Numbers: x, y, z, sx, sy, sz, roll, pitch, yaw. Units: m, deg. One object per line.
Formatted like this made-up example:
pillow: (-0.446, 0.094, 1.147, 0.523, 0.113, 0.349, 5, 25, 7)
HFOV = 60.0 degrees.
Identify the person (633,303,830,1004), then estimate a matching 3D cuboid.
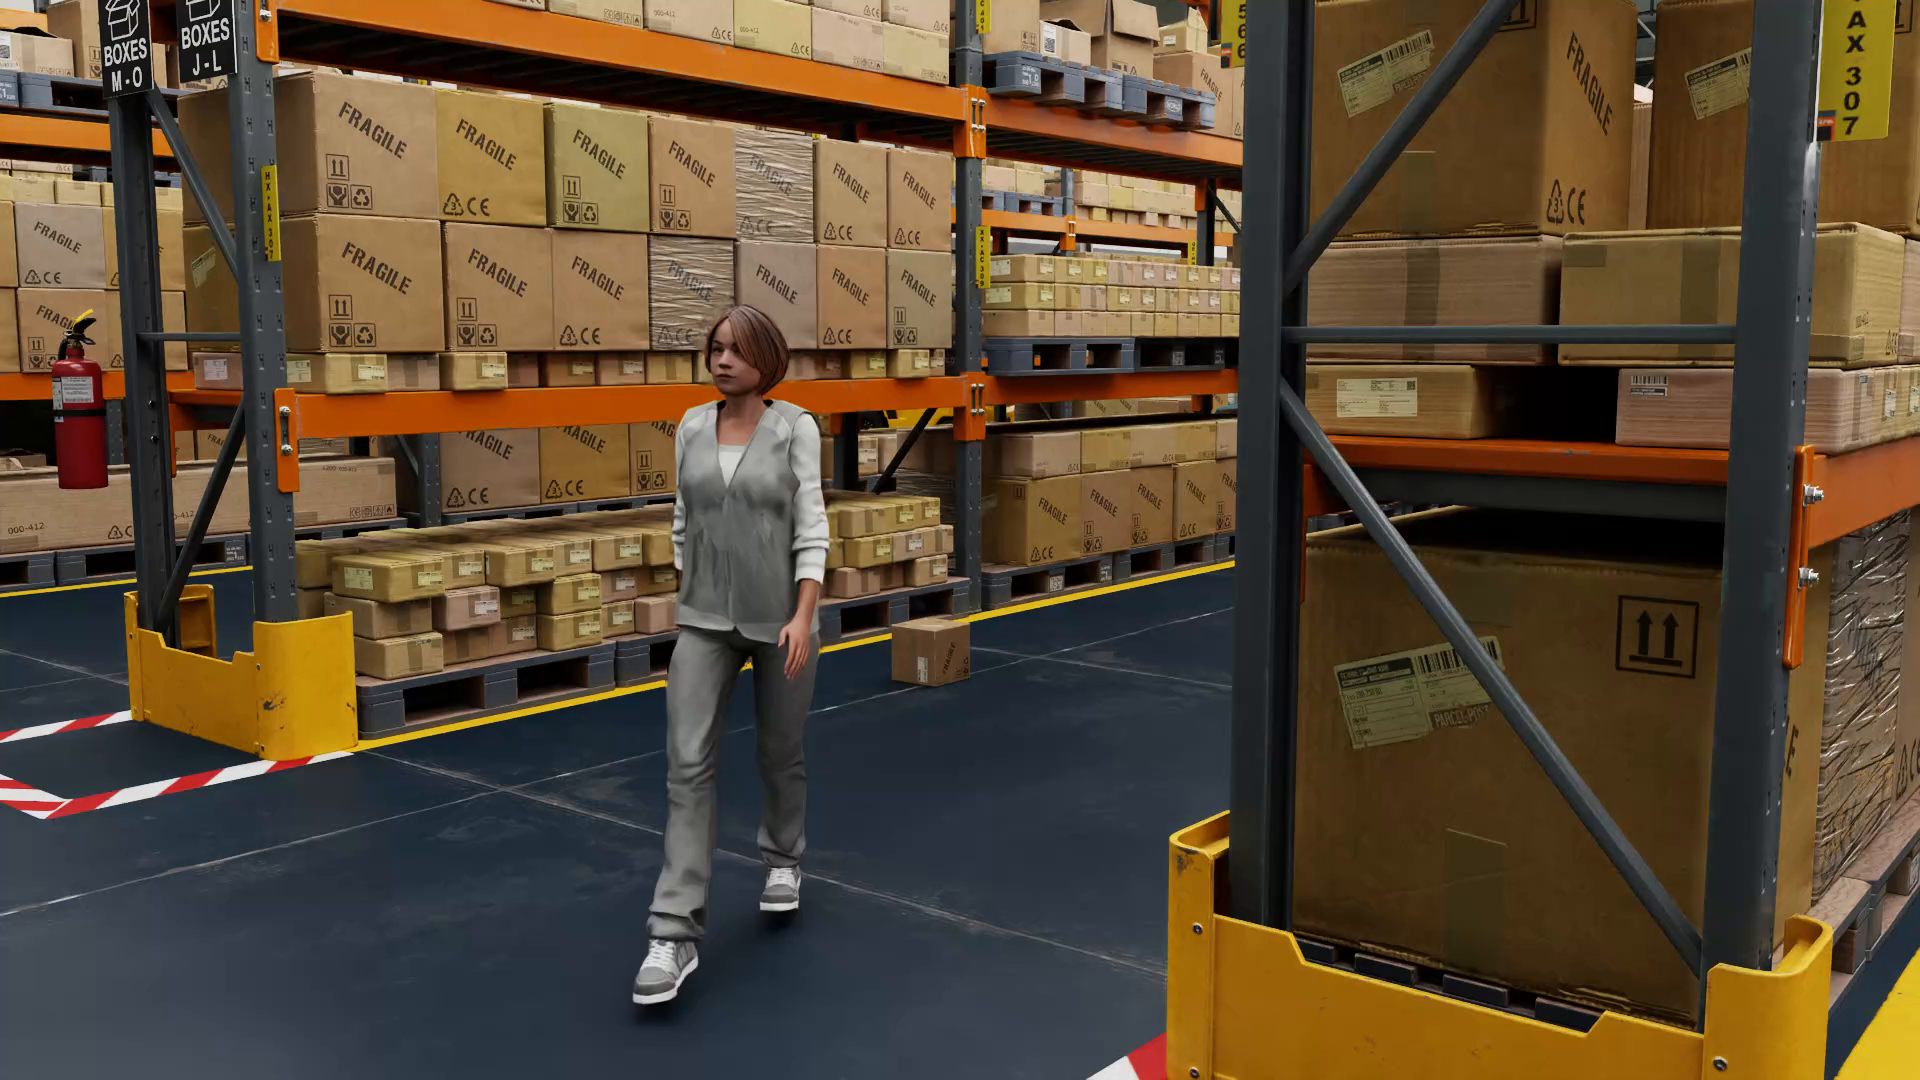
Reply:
person: (-0.520, 0.217, 3.968, 0.423, 1.551, 0.899, 1, 7, 5)
